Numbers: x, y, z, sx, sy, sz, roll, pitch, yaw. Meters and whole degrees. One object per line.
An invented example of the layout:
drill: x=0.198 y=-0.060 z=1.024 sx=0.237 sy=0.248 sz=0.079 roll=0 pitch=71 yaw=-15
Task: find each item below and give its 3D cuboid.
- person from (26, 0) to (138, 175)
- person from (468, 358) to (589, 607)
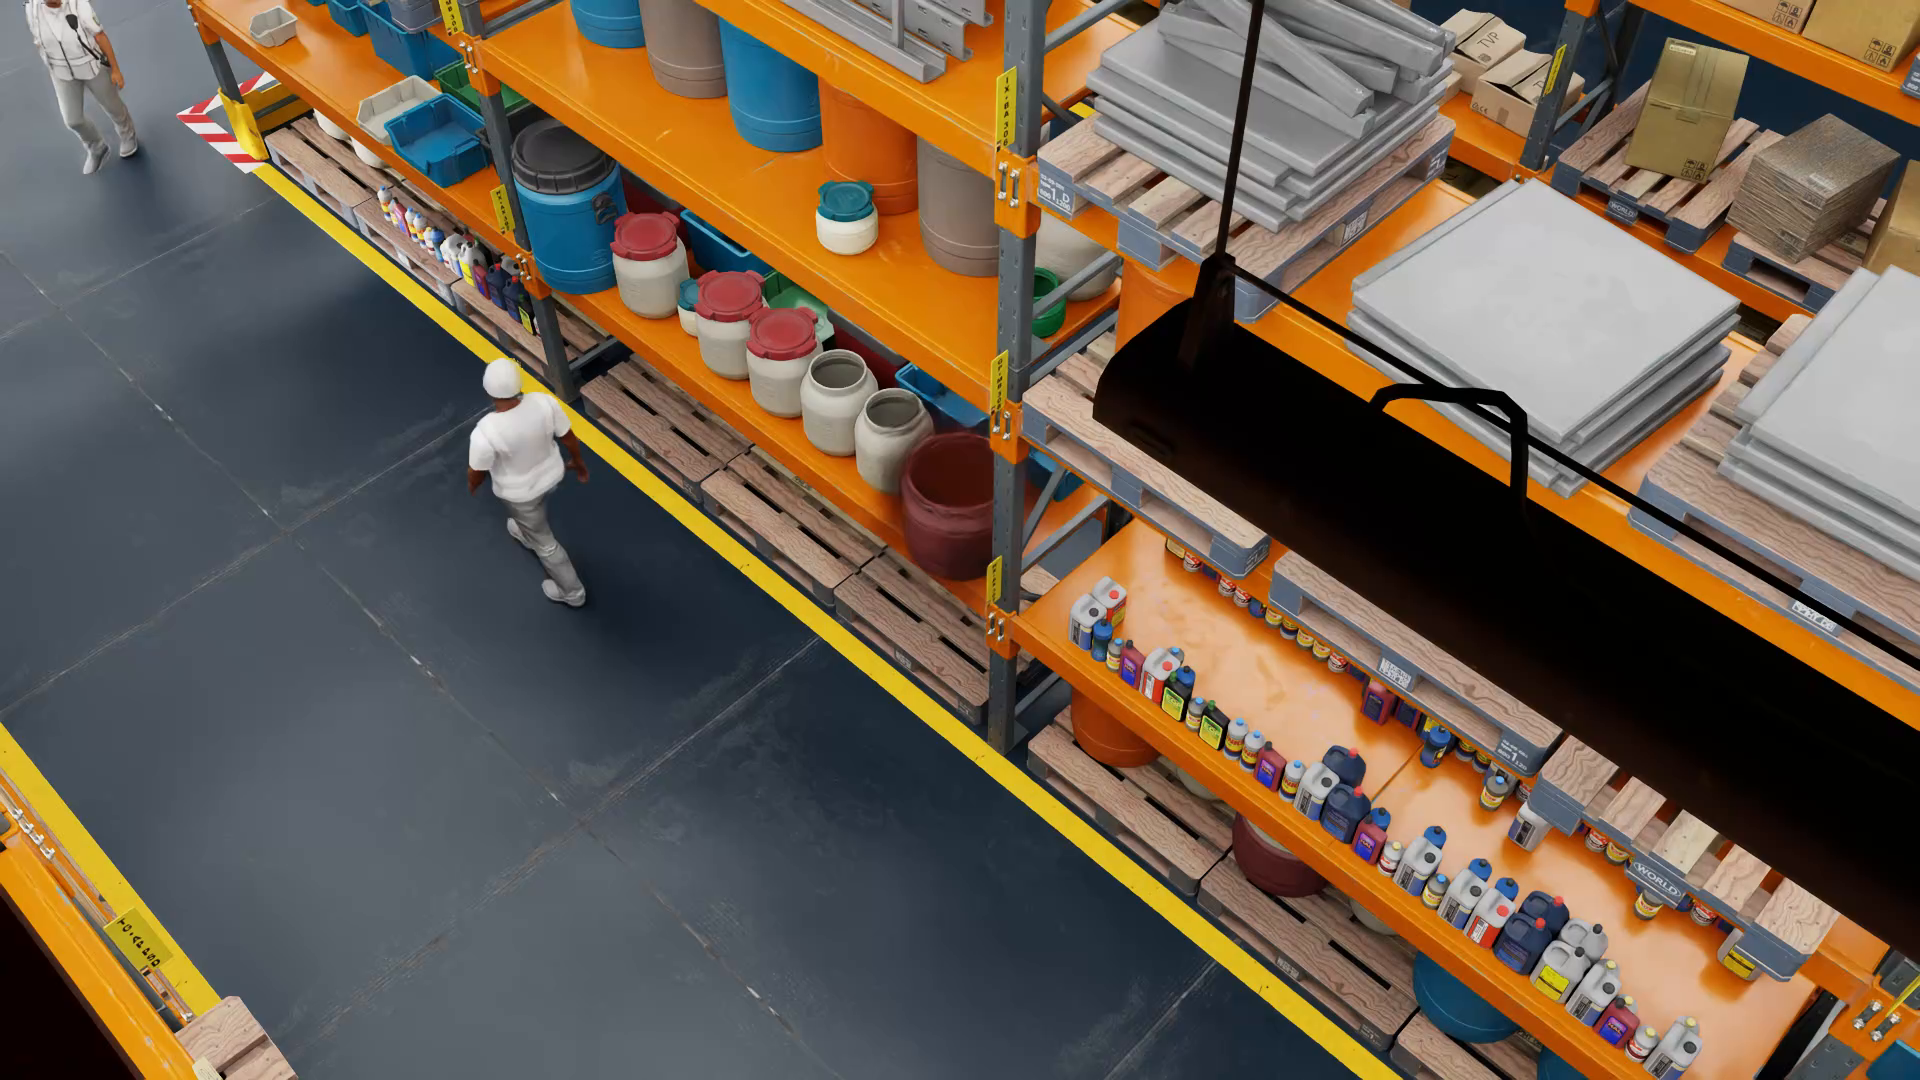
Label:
person: x=-6.473 y=-3.479 z=12.255 sx=0.572 sy=1.696 sz=0.526 roll=-6 pitch=50 yaw=-5
person: x=-2.538 y=-0.415 z=9.574 sx=0.881 sy=1.728 sz=0.611 roll=35 pitch=58 yaw=26
